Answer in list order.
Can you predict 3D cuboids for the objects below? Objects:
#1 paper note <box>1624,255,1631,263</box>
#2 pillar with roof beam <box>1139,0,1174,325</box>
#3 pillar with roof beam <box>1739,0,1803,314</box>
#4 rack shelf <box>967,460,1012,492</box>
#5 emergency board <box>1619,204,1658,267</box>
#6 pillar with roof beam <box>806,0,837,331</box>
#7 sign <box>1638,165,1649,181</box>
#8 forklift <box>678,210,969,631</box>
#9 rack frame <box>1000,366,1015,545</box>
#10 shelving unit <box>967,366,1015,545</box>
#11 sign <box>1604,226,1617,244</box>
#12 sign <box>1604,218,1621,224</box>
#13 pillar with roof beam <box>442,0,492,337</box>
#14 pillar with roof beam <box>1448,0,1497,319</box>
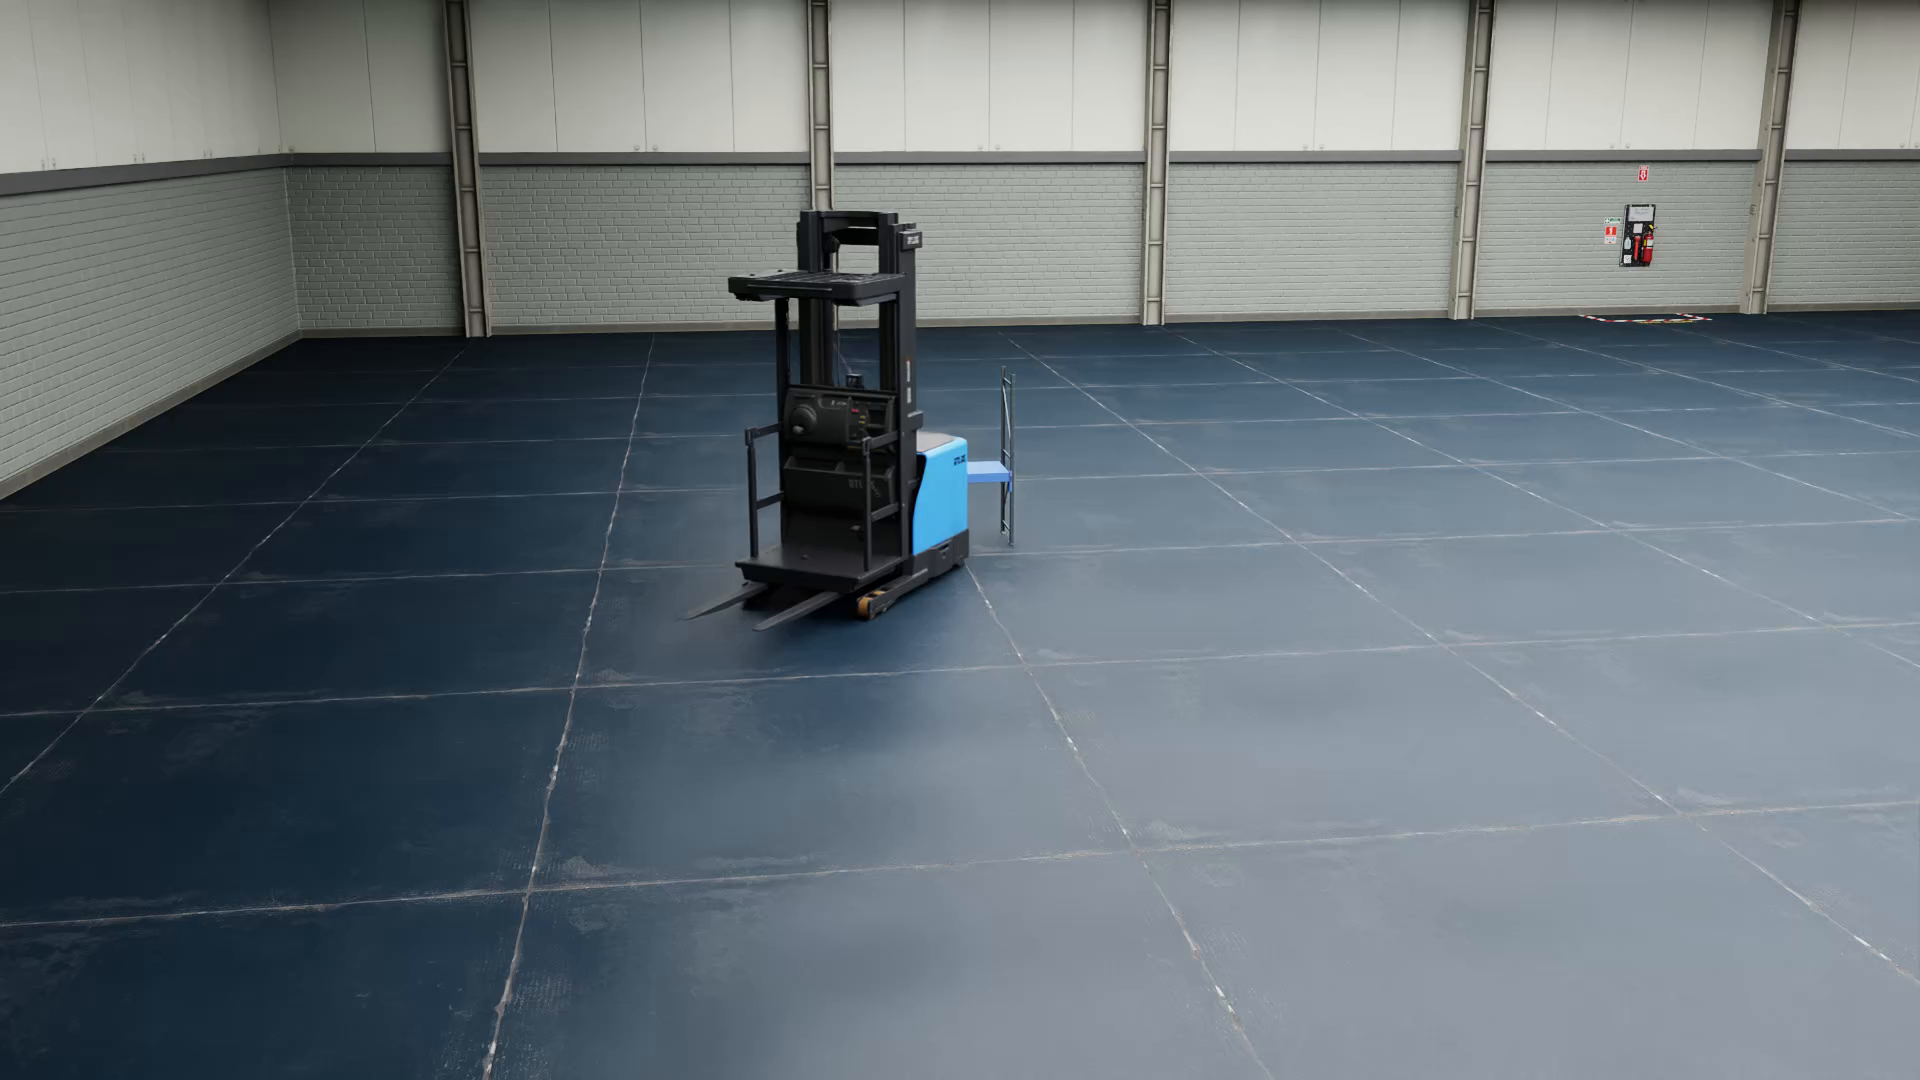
[{"bbox_3d":[12.755,-5.367,31.765,0.142,0.148,0.016,-2,14,-8],"label":"paper note"},{"bbox_3d":[4.165,-7.303,25.345,0.400,9.000,9.100,-2,14,-8],"label":"pillar with roof beam"},{"bbox_3d":[16.031,-7.738,27.079,0.400,9.000,9.100,-2,14,-8],"label":"pillar with roof beam"},{"bbox_3d":[-0.084,-0.550,14.571,1.000,0.185,0.538,-2,14,-8],"label":"rack shelf"},{"bbox_3d":[12.941,-5.784,31.617,0.643,1.169,0.194,-2,14,-8],"label":"emergency board"},{"bbox_3d":[-1.768,-7.086,24.478,0.400,9.000,9.100,-2,14,-8],"label":"pillar with roof beam"},{"bbox_3d":[12.918,-6.932,31.430,0.199,0.298,0.001,-2,14,-8],"label":"sign"},{"bbox_3d":[-1.016,-0.954,12.502,1.130,2.935,3.031,7,16,25],"label":"forklift"},{"bbox_3d":[0.418,-0.743,14.601,0.032,1.500,0.500,-2,14,-8],"label":"rack frame"},{"bbox_3d":[-0.084,-0.724,14.527,1.048,1.500,0.538,-2,14,-8],"label":"shelving unit"},{"bbox_3d":[12.378,-5.806,31.632,0.234,0.329,0.001,-2,14,-8],"label":"sign"},{"bbox_3d":[12.384,-6.061,31.560,0.331,0.109,0.001,-2,14,-8],"label":"sign"},{"bbox_3d":[-7.701,-6.869,23.611,0.400,9.000,9.100,-2,14,-8],"label":"pillar with roof beam"},{"bbox_3d":[10.098,-7.521,26.212,0.400,9.000,9.100,-2,14,-8],"label":"pillar with roof beam"}]
